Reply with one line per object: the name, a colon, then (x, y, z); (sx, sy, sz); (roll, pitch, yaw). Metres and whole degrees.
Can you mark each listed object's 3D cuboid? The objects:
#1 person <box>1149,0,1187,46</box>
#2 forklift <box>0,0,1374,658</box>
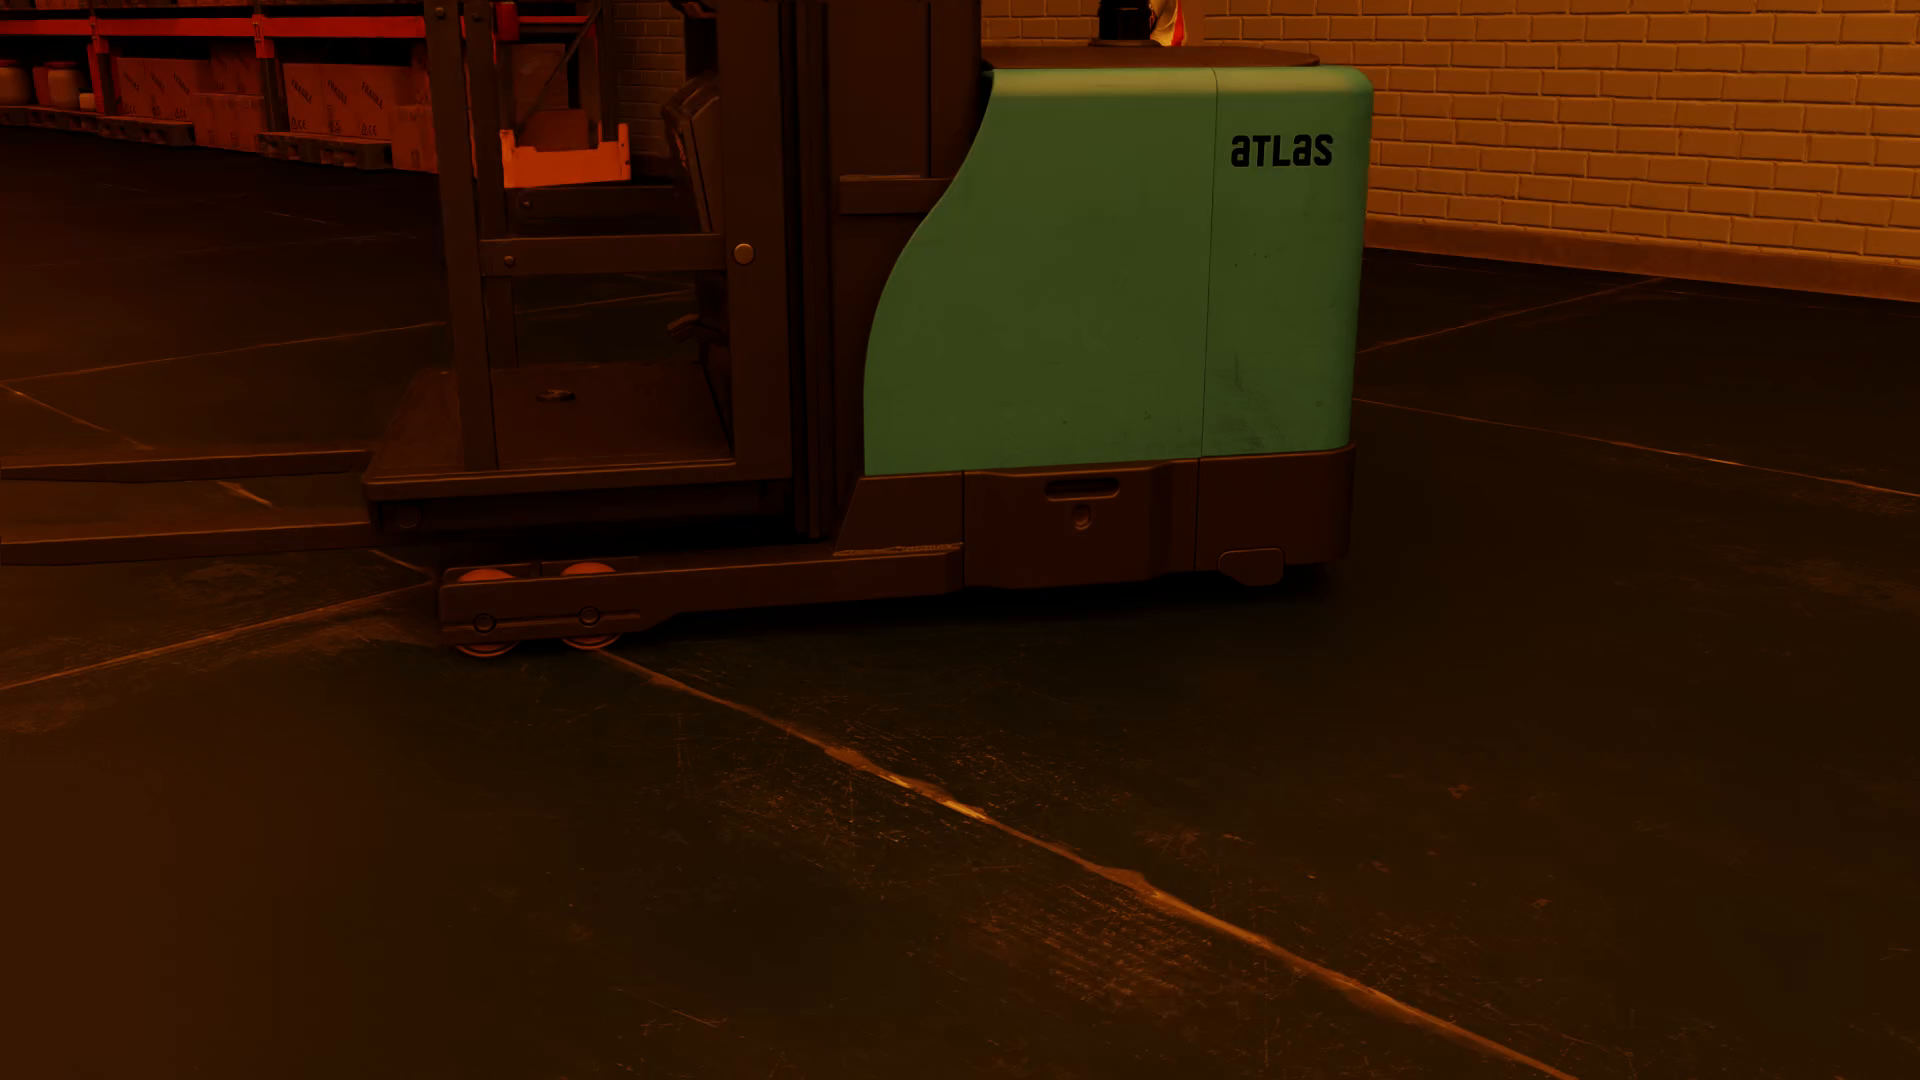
person: (0.828, -1.534, 6.219); (0.811, 1.587, 0.779); (-7, 18, -22)
forklift: (-0.736, -1.347, 3.288); (3.031, 2.935, 1.130); (-4, 17, -12)
